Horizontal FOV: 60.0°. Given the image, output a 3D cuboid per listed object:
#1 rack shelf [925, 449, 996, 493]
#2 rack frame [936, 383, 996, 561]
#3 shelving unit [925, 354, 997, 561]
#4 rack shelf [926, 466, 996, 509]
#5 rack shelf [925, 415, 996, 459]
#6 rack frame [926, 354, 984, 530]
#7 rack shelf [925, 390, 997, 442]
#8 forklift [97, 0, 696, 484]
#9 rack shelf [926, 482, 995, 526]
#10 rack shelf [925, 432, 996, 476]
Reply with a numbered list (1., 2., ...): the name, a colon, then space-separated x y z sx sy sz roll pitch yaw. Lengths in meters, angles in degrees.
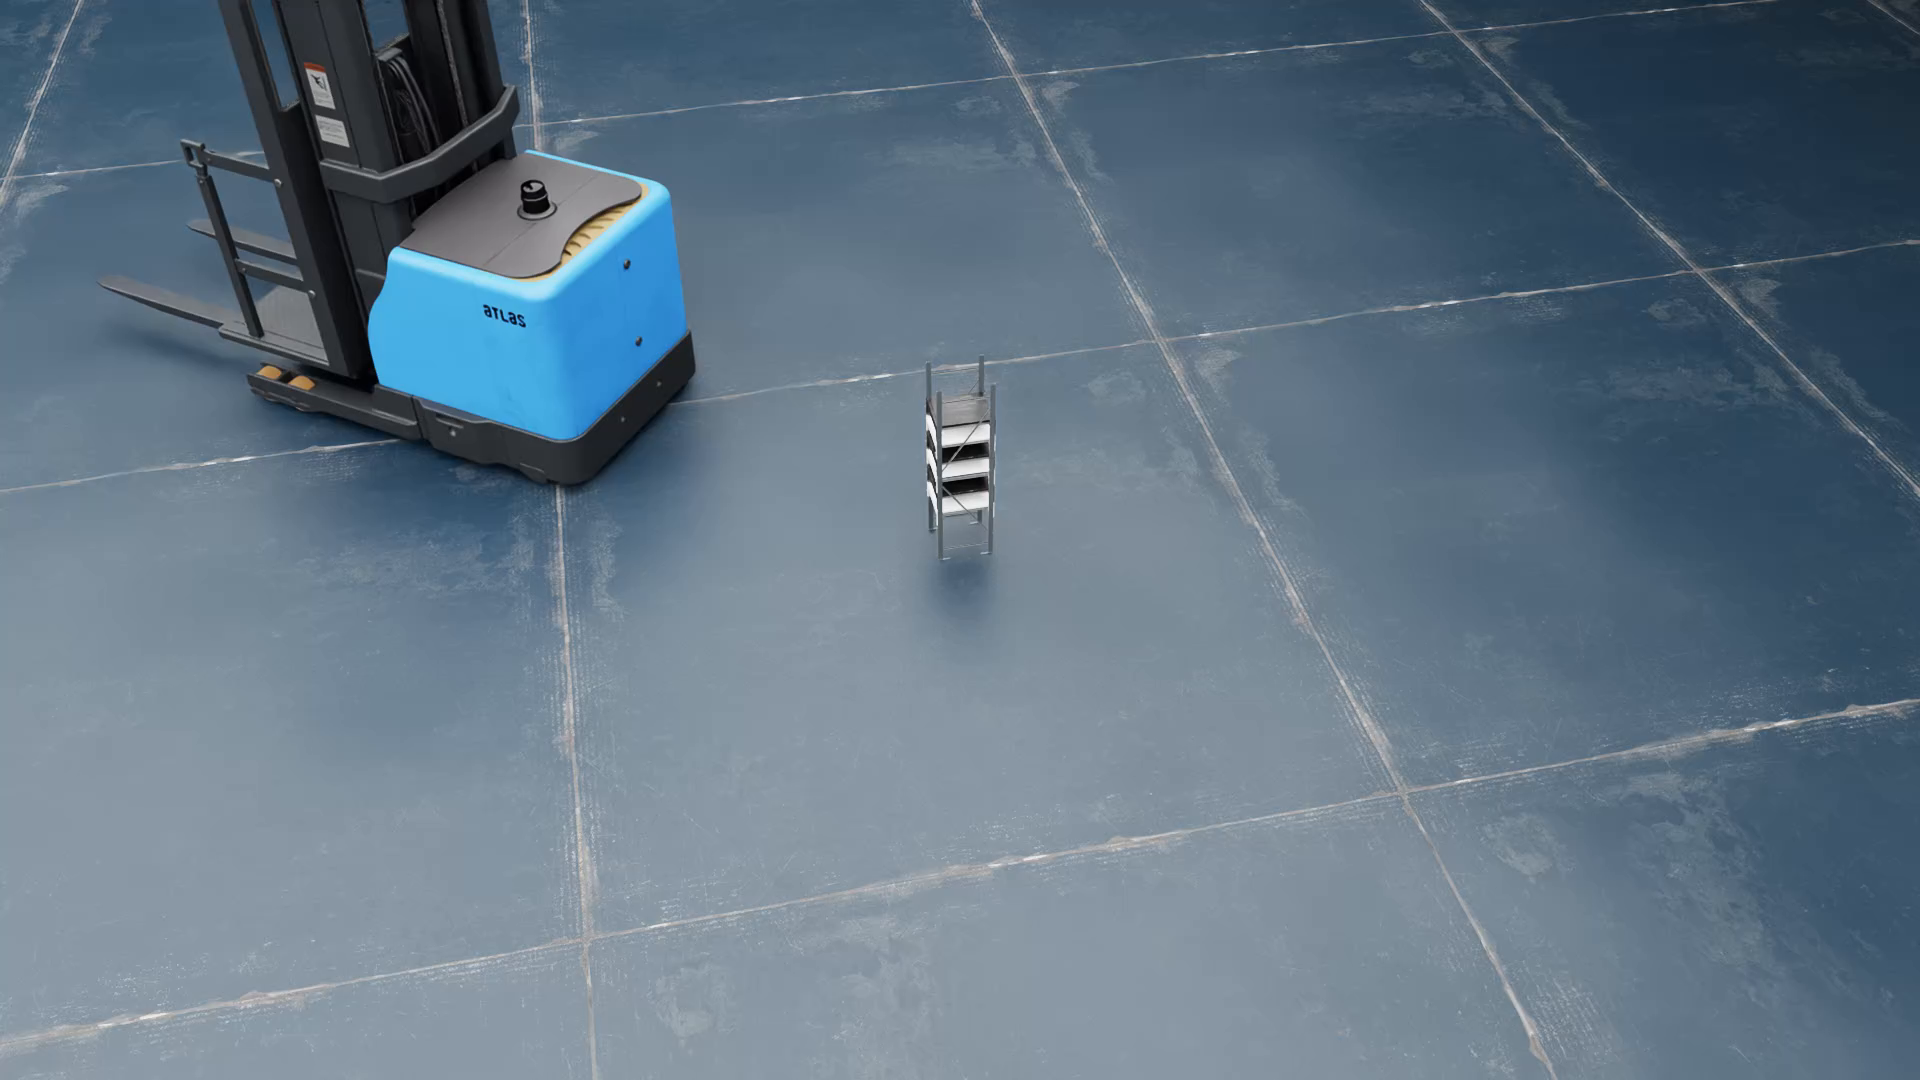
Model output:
1. rack shelf: 0.002 -0.306 6.967 0.258 0.077 0.200 -8 42 -9
2. rack frame: 0.024 -0.265 6.871 0.240 0.900 0.006 -8 42 -9
3. shelving unit: 0.002 -0.331 6.945 0.258 0.900 0.210 -8 42 -9
4. rack shelf: 0.002 -0.239 7.027 0.258 0.077 0.200 -8 42 -9
5. rack shelf: 0.002 -0.441 6.848 0.258 0.077 0.200 -8 42 -9
6. rack frame: -0.020 -0.397 7.020 0.240 0.900 0.006 -8 42 -9
7. rack shelf: 0.002 -0.508 6.788 0.258 0.077 0.200 -8 42 -9
8. forklift: -2.841 -2.008 7.305 3.031 2.935 1.130 17 44 18
9. rack shelf: 0.002 -0.172 7.087 0.258 0.077 0.200 -8 42 -9
10. rack shelf: 0.002 -0.374 6.908 0.258 0.077 0.200 -8 42 -9
